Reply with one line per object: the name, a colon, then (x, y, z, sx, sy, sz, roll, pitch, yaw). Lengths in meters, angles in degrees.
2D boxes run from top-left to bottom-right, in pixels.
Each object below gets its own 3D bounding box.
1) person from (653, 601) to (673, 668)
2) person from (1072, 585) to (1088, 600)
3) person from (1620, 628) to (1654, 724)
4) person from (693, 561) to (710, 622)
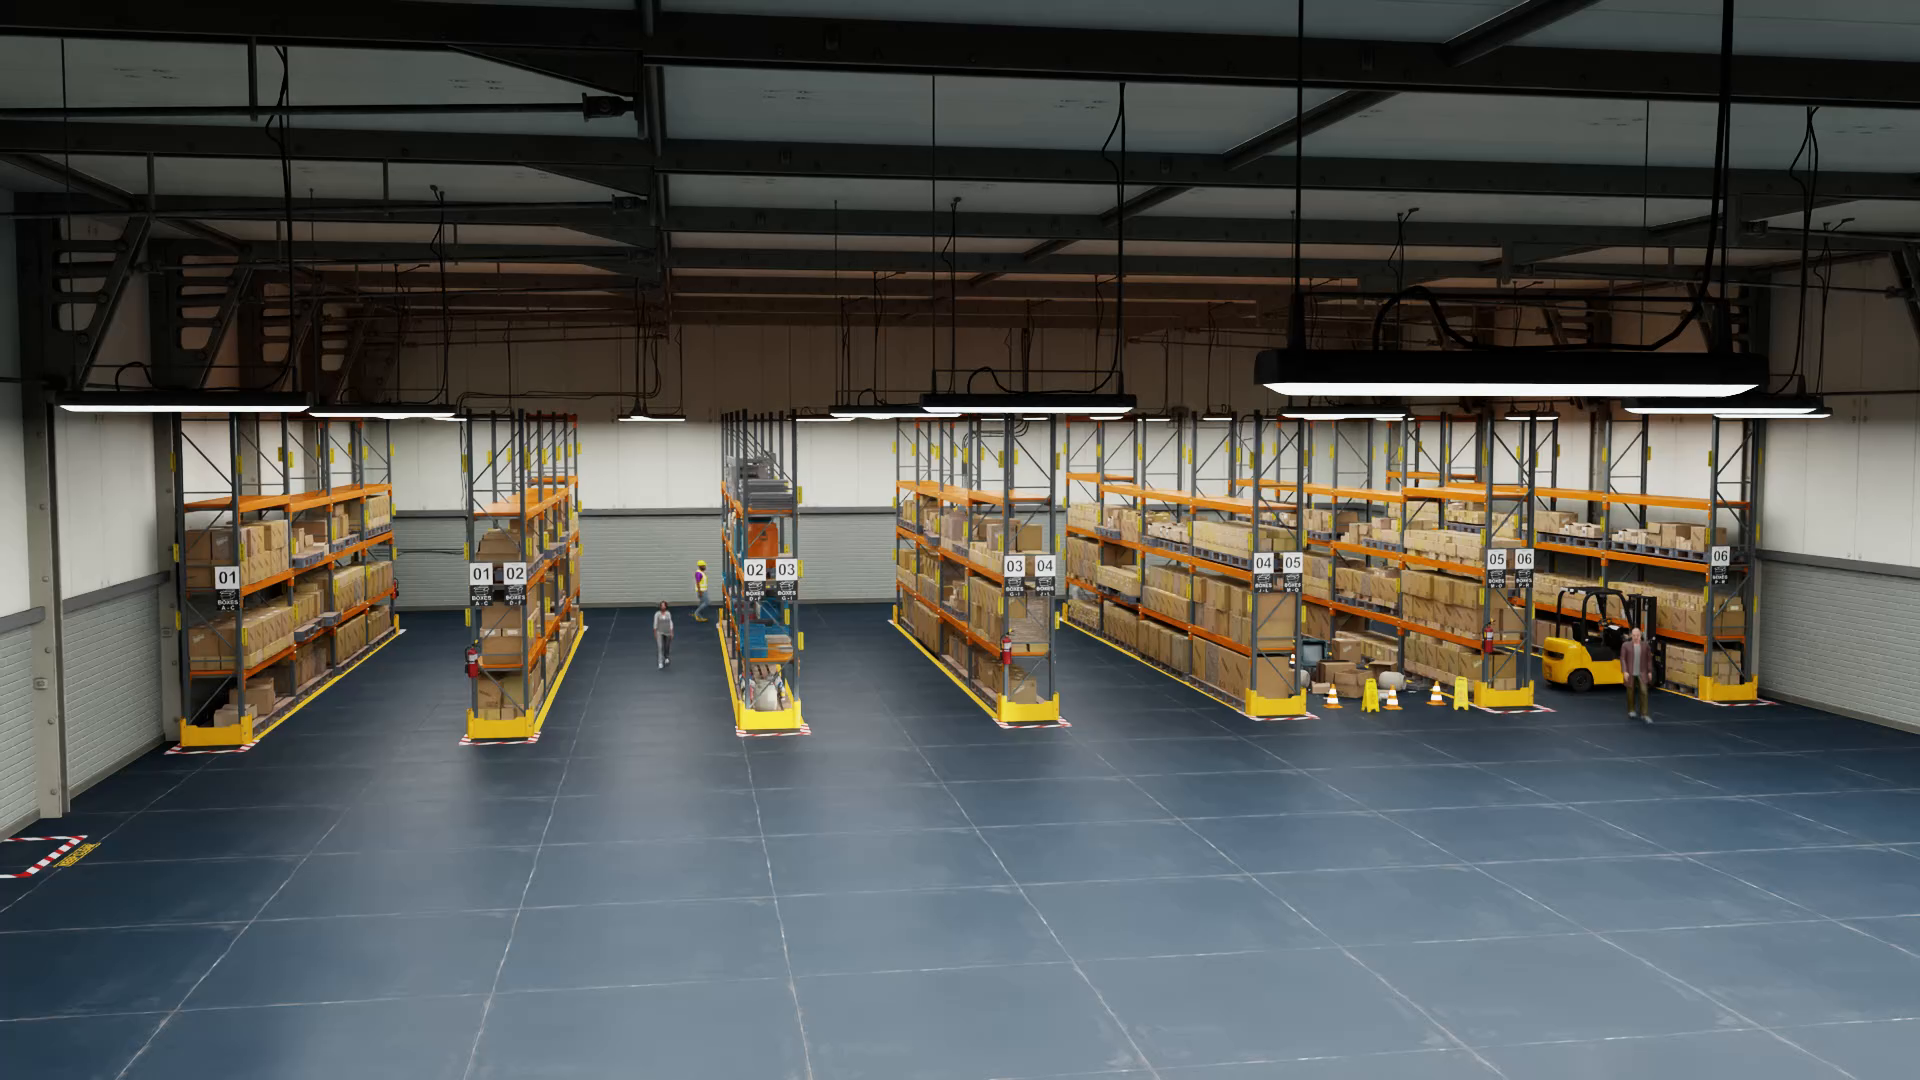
person: (-6.972, 2.204, 39.076, 0.462, 1.538, 0.972, -1, 4, -10)
person: (3.743, 1.183, 52.561, 0.981, 1.725, 0.519, -3, 5, -36)
person: (13.072, 2.593, 32.120, 0.619, 1.763, 0.892, 1, 4, 19)
person: (-7.478, 1.477, 48.007, 0.478, 1.763, 0.605, -1, 4, -11)
